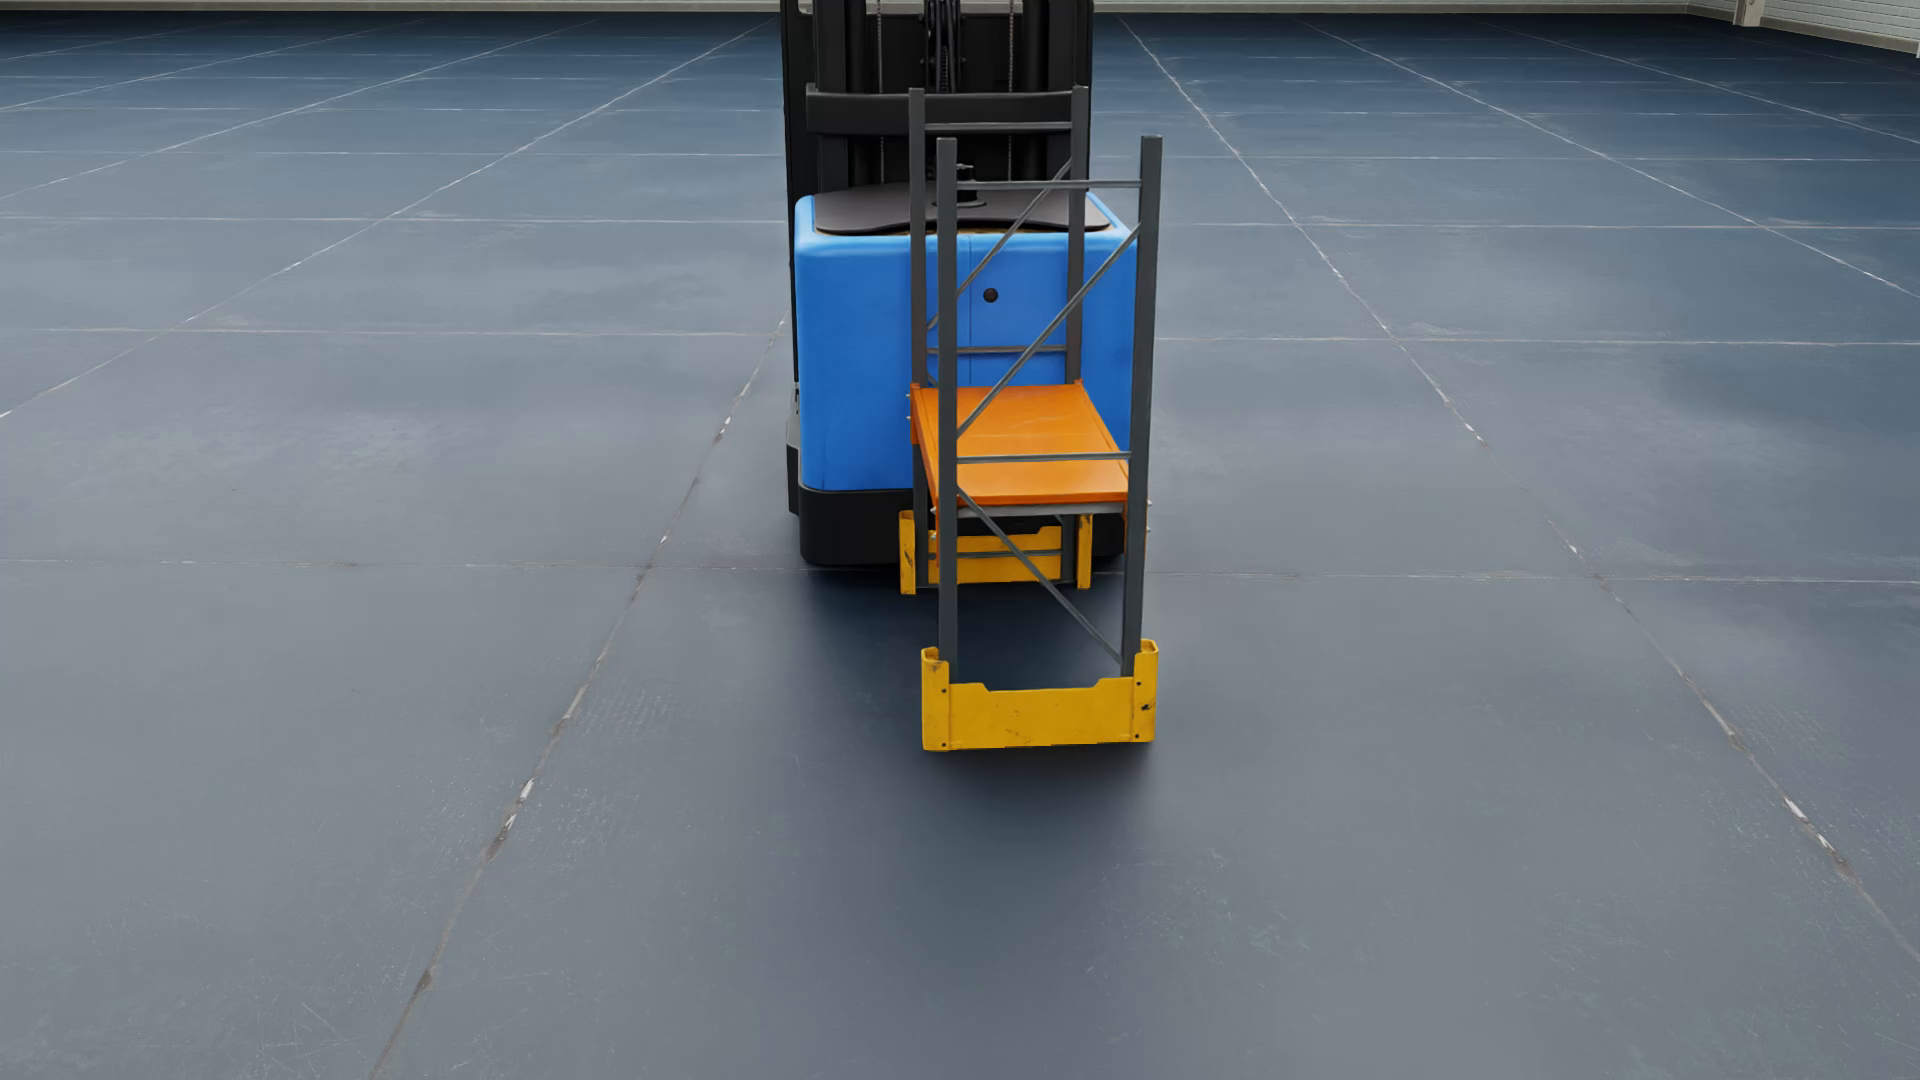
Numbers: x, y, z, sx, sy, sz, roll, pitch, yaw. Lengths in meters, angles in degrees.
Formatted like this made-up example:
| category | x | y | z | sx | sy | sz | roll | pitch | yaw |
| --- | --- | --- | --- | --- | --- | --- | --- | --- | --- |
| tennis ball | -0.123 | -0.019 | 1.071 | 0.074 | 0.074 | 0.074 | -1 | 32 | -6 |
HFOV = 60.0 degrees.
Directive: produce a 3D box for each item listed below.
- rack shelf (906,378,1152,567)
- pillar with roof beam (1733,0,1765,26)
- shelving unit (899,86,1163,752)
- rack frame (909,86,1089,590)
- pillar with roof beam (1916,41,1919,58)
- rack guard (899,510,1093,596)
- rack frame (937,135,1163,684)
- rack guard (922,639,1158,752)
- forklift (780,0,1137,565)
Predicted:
| category | x | y | z | sx | sy | sz | roll | pitch | yaw |
| --- | --- | --- | --- | --- | --- | --- | --- | --- | --- |
| rack shelf | 0.153 | -0.207 | 4.487 | 0.538 | 0.185 | 1.000 | -2 | 21 | -5 |
| pillar with roof beam | 8.613 | -12.688 | 25.788 | 9.100 | 9.000 | 0.400 | 1 | 21 | 2 |
| shelving unit | 0.154 | -0.372 | 4.414 | 0.587 | 1.500 | 1.083 | -2 | 21 | -5 |
| rack frame | 0.108 | -0.558 | 4.894 | 0.500 | 1.500 | 0.032 | -2 | 21 | -5 |
| pillar with roof beam | 8.430 | -10.518 | 20.197 | 9.100 | 9.000 | 0.400 | 1 | 21 | 2 |
| rack guard | 0.110 | 0.032 | 5.102 | 0.587 | 0.250 | 0.087 | -2 | 21 | -5 |
| rack frame | 0.199 | -0.192 | 3.950 | 0.500 | 1.500 | 0.032 | -2 | 21 | -5 |
| rack guard | 0.199 | 0.390 | 4.177 | 0.587 | 0.250 | 0.087 | -2 | 21 | -5 |
| forklift | -0.103 | -1.780 | 6.064 | 1.130 | 2.935 | 3.031 | -2 | 21 | -5 |
